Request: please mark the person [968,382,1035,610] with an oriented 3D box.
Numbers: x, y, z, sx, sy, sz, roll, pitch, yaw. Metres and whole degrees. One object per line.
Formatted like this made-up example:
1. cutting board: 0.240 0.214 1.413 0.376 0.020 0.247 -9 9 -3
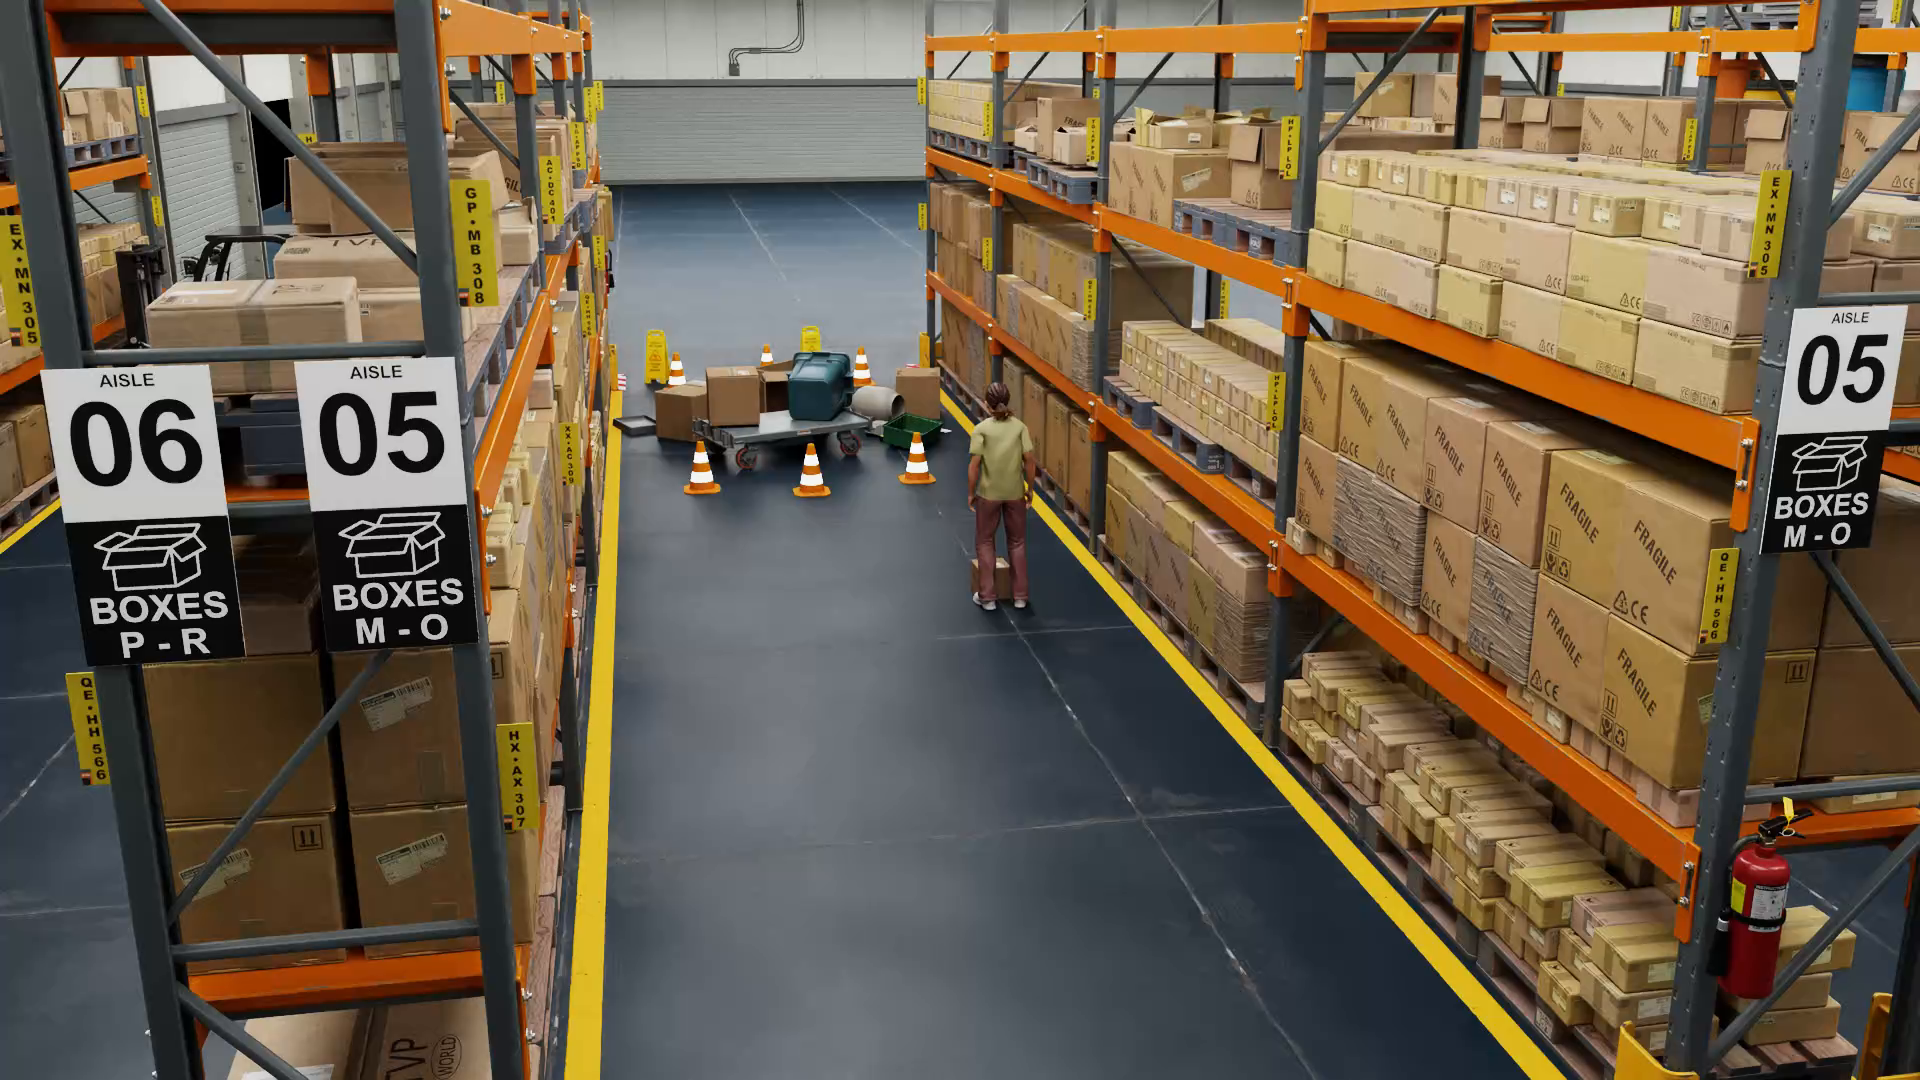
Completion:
1. person: 0.292 -0.308 12.120 0.496 1.651 0.359 -3 17 -11
